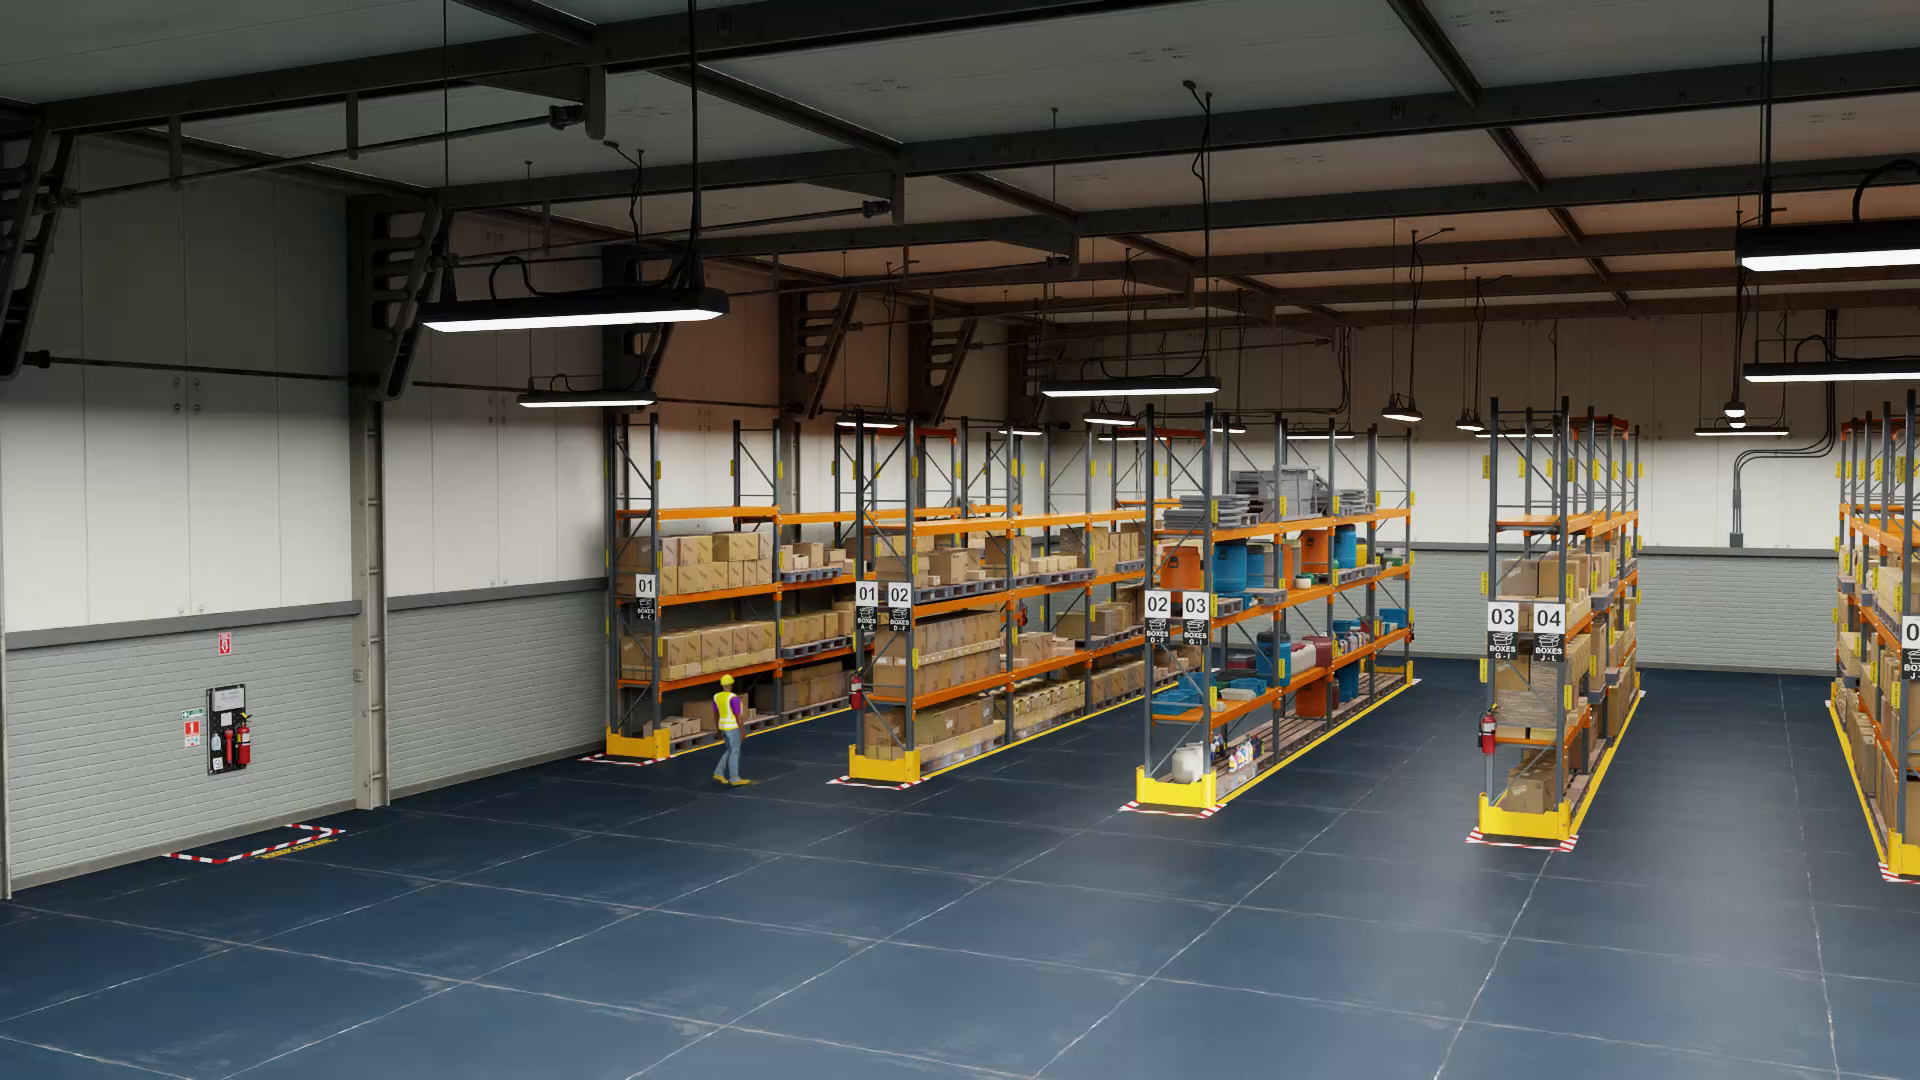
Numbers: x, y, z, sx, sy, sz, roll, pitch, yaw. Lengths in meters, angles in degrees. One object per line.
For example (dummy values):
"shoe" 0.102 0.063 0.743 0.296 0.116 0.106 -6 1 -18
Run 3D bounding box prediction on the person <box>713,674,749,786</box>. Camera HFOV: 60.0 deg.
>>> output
"person" -3.623 3.016 26.434 0.510 1.773 0.575 -1 3 -31

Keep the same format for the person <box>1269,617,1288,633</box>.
"person" 7.622 2.432 40.151 0.610 1.785 0.569 -2 3 -33
